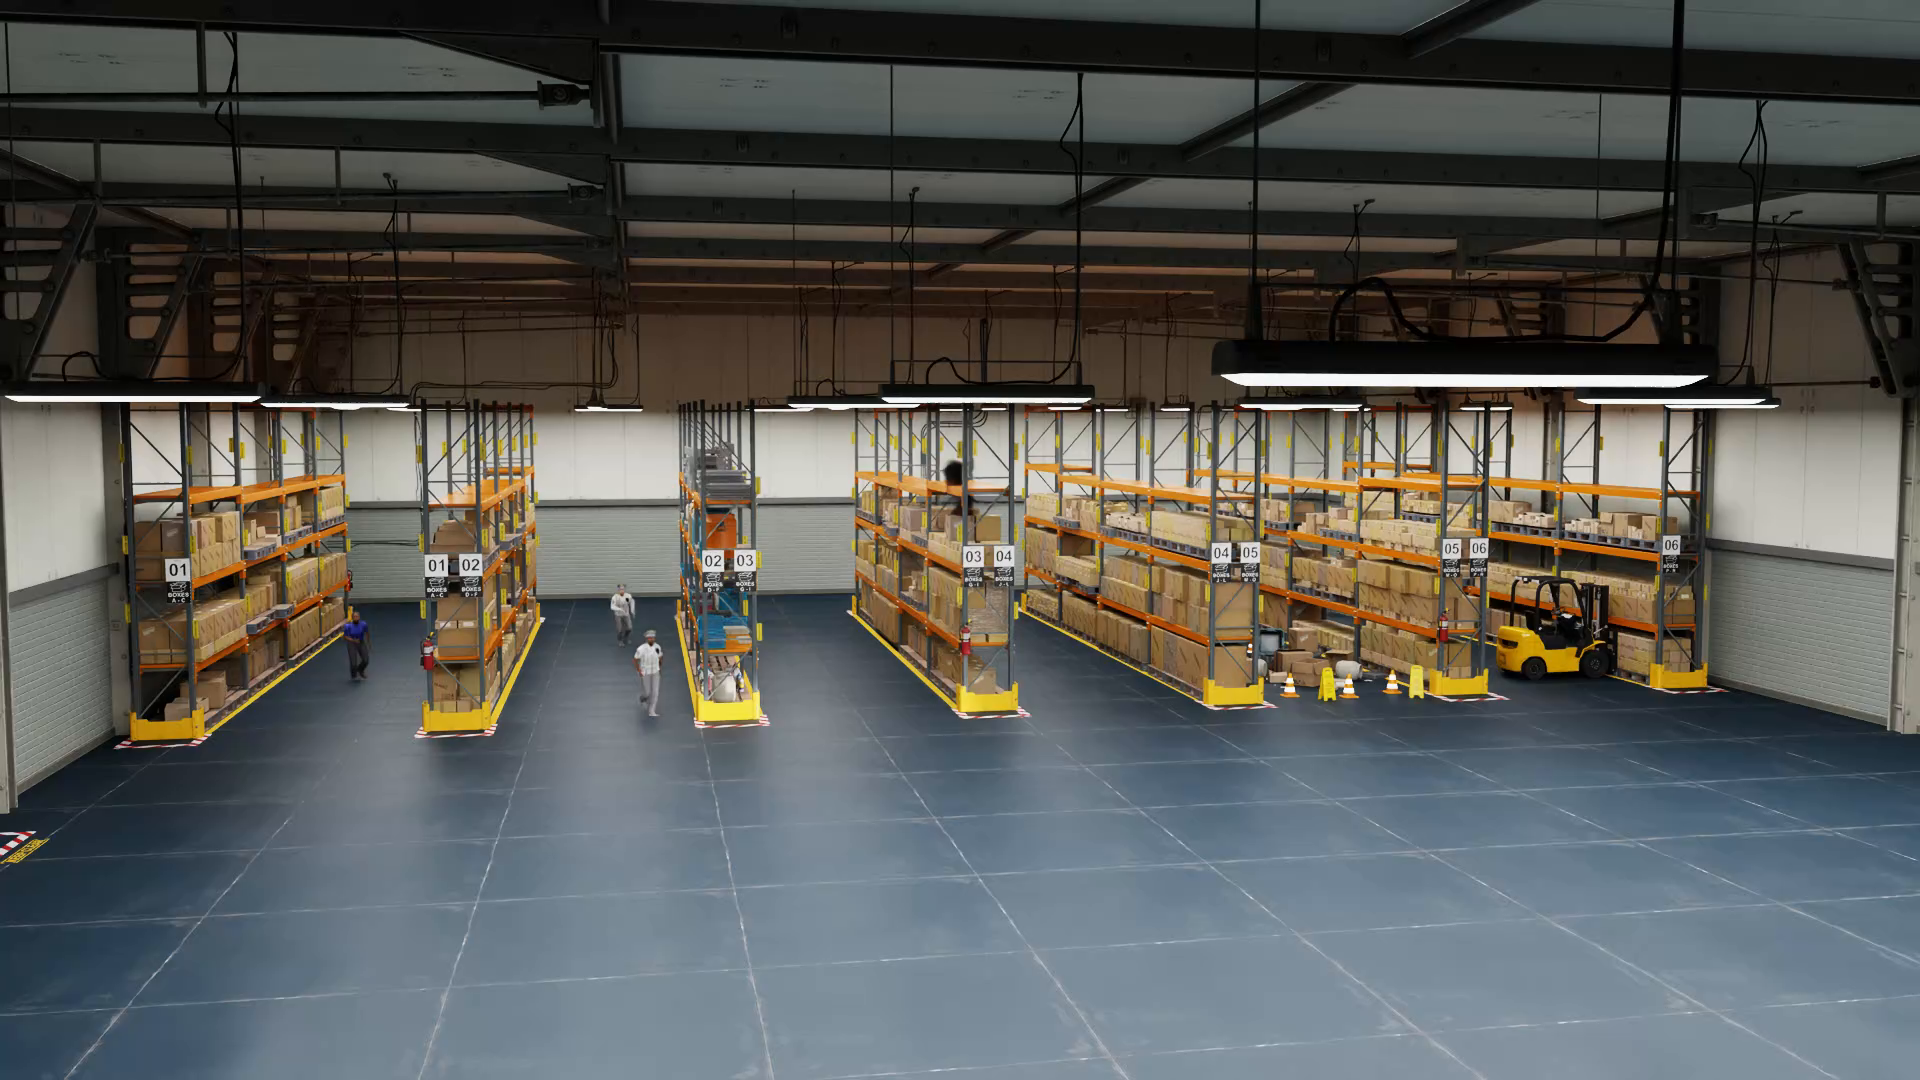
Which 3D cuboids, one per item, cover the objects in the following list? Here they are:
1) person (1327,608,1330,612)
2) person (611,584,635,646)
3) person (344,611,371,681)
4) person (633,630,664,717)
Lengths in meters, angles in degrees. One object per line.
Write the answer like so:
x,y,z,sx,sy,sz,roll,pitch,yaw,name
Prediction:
10.290,1.242,48.038,0.644,1.706,0.942,-4,6,-40,person
-8.294,1.849,40.923,0.606,1.577,0.802,-2,5,-19,person
-12.864,2.277,35.514,0.577,1.545,0.775,-2,5,-30,person
-5.920,2.516,31.622,0.602,1.649,0.700,-2,5,-28,person
